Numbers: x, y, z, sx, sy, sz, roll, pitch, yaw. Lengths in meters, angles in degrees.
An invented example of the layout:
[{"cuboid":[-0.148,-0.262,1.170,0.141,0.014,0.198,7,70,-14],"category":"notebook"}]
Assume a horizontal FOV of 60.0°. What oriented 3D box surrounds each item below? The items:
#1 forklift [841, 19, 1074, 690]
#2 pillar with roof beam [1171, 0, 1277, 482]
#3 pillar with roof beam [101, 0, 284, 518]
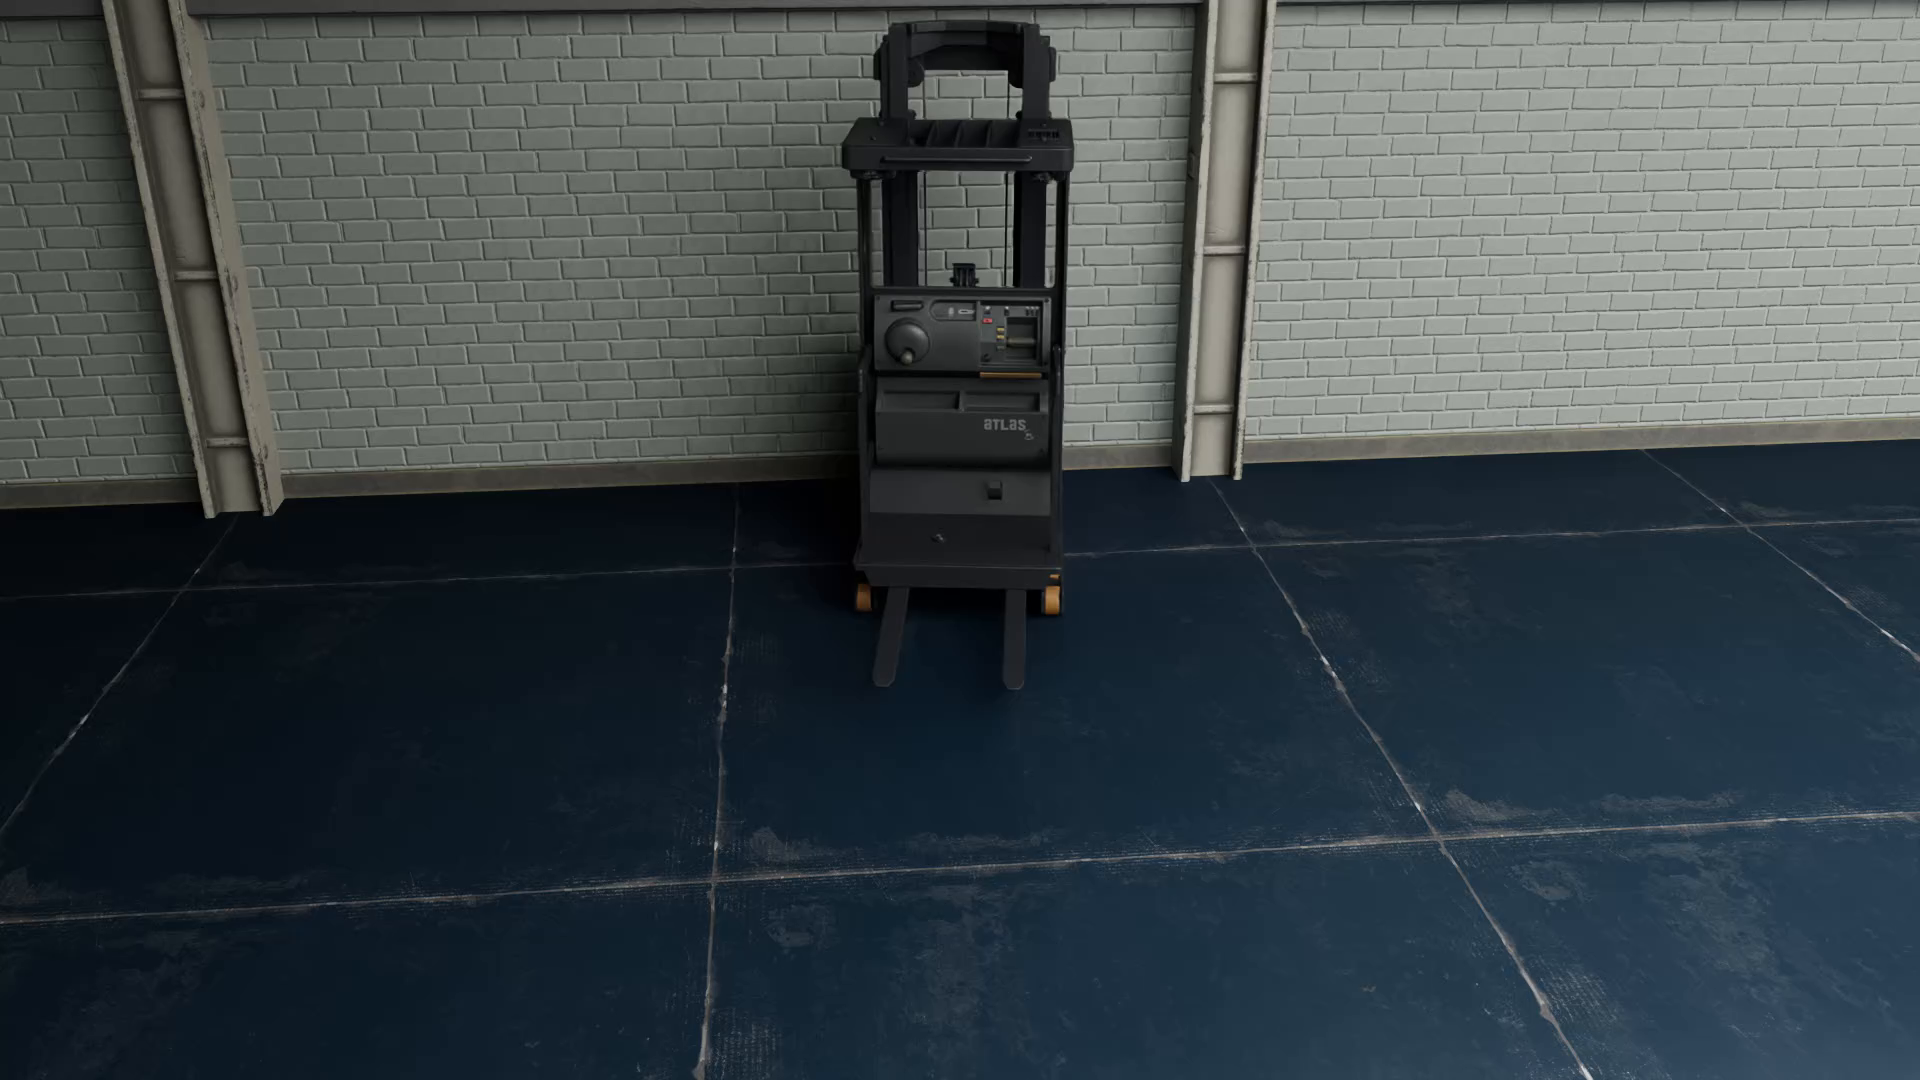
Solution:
[{"cuboid":[0.005,-1.069,8.547,1.130,2.935,3.031,1,24,2],"category":"forklift"},{"cuboid":[2.011,-2.813,5.001,0.400,9.000,9.100,-2,24,-5],"category":"pillar with roof beam"},{"cuboid":[-3.960,-2.574,4.462,0.400,9.000,9.100,-2,24,-5],"category":"pillar with roof beam"}]
